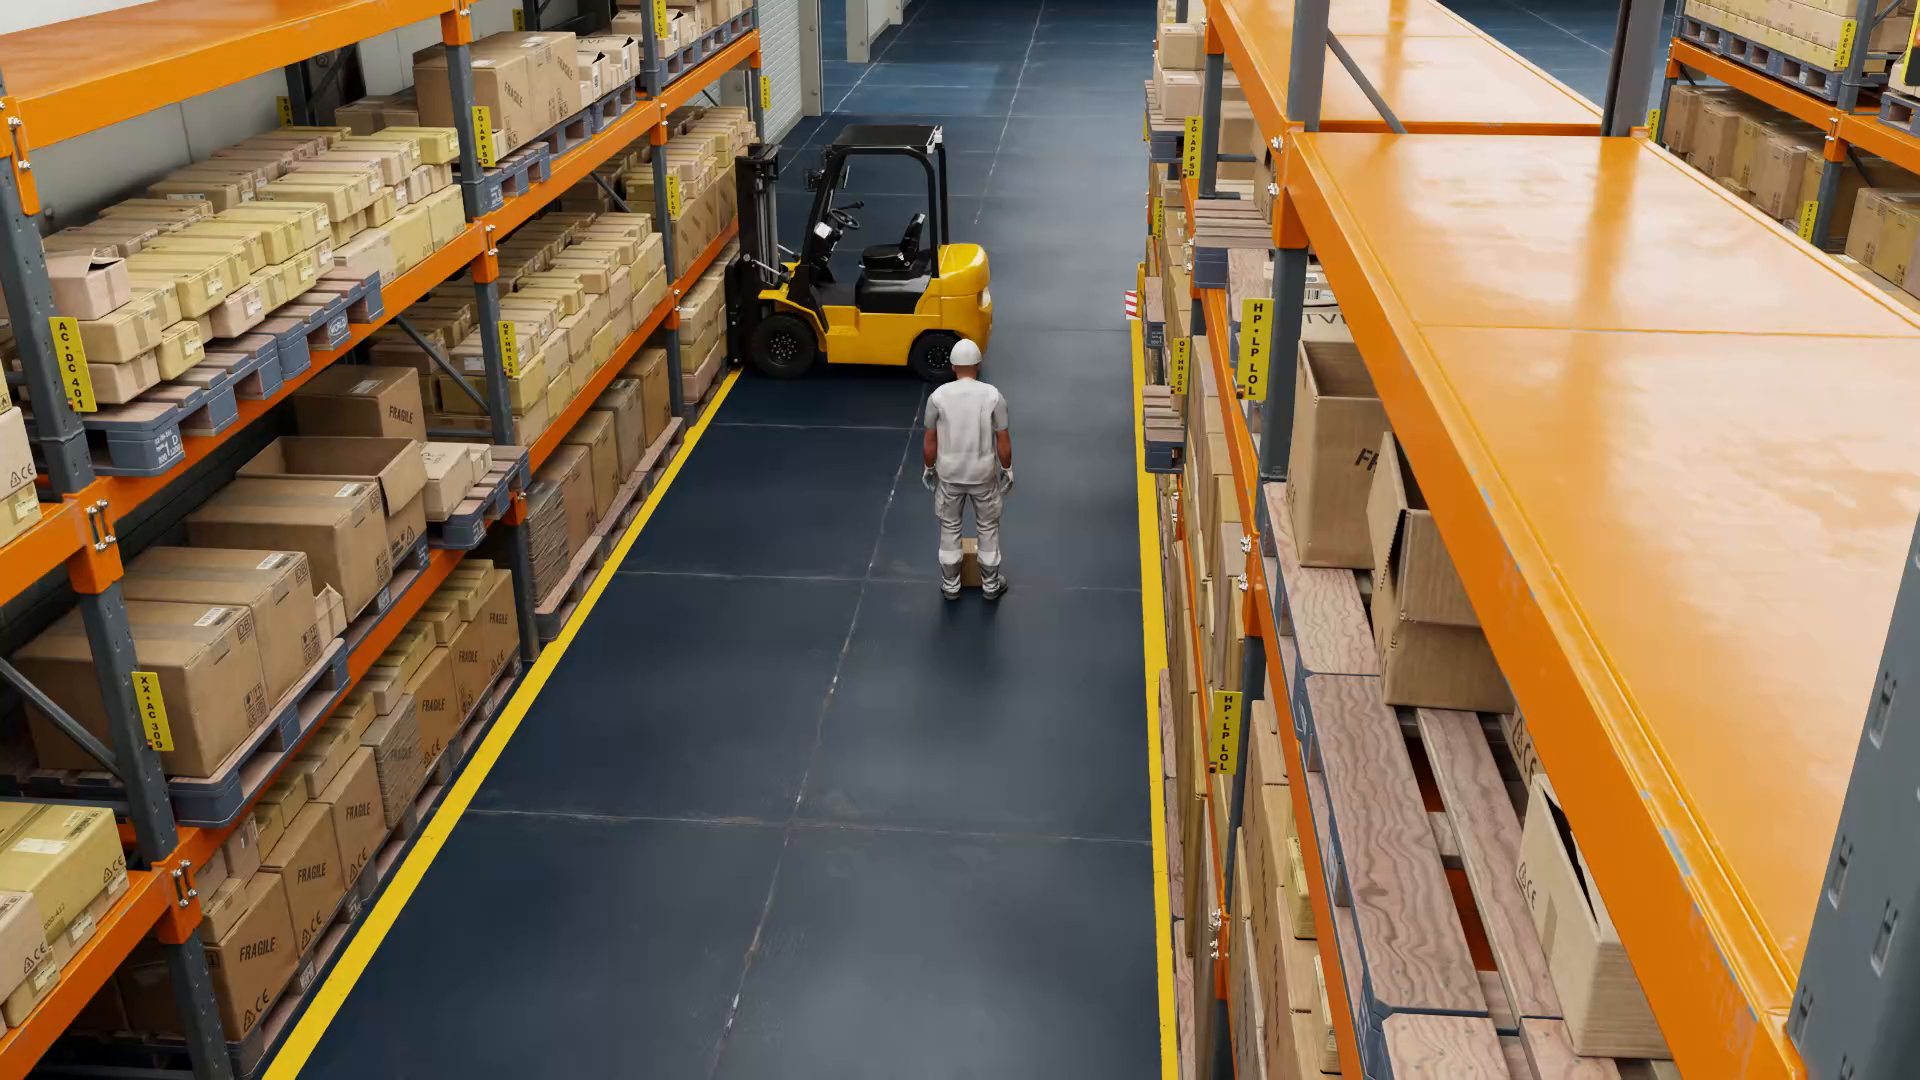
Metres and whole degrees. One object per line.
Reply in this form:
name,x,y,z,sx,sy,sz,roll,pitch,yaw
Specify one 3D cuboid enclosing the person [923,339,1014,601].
person,0.056,-0.448,10.988,0.606,1.778,0.453,2,24,4
